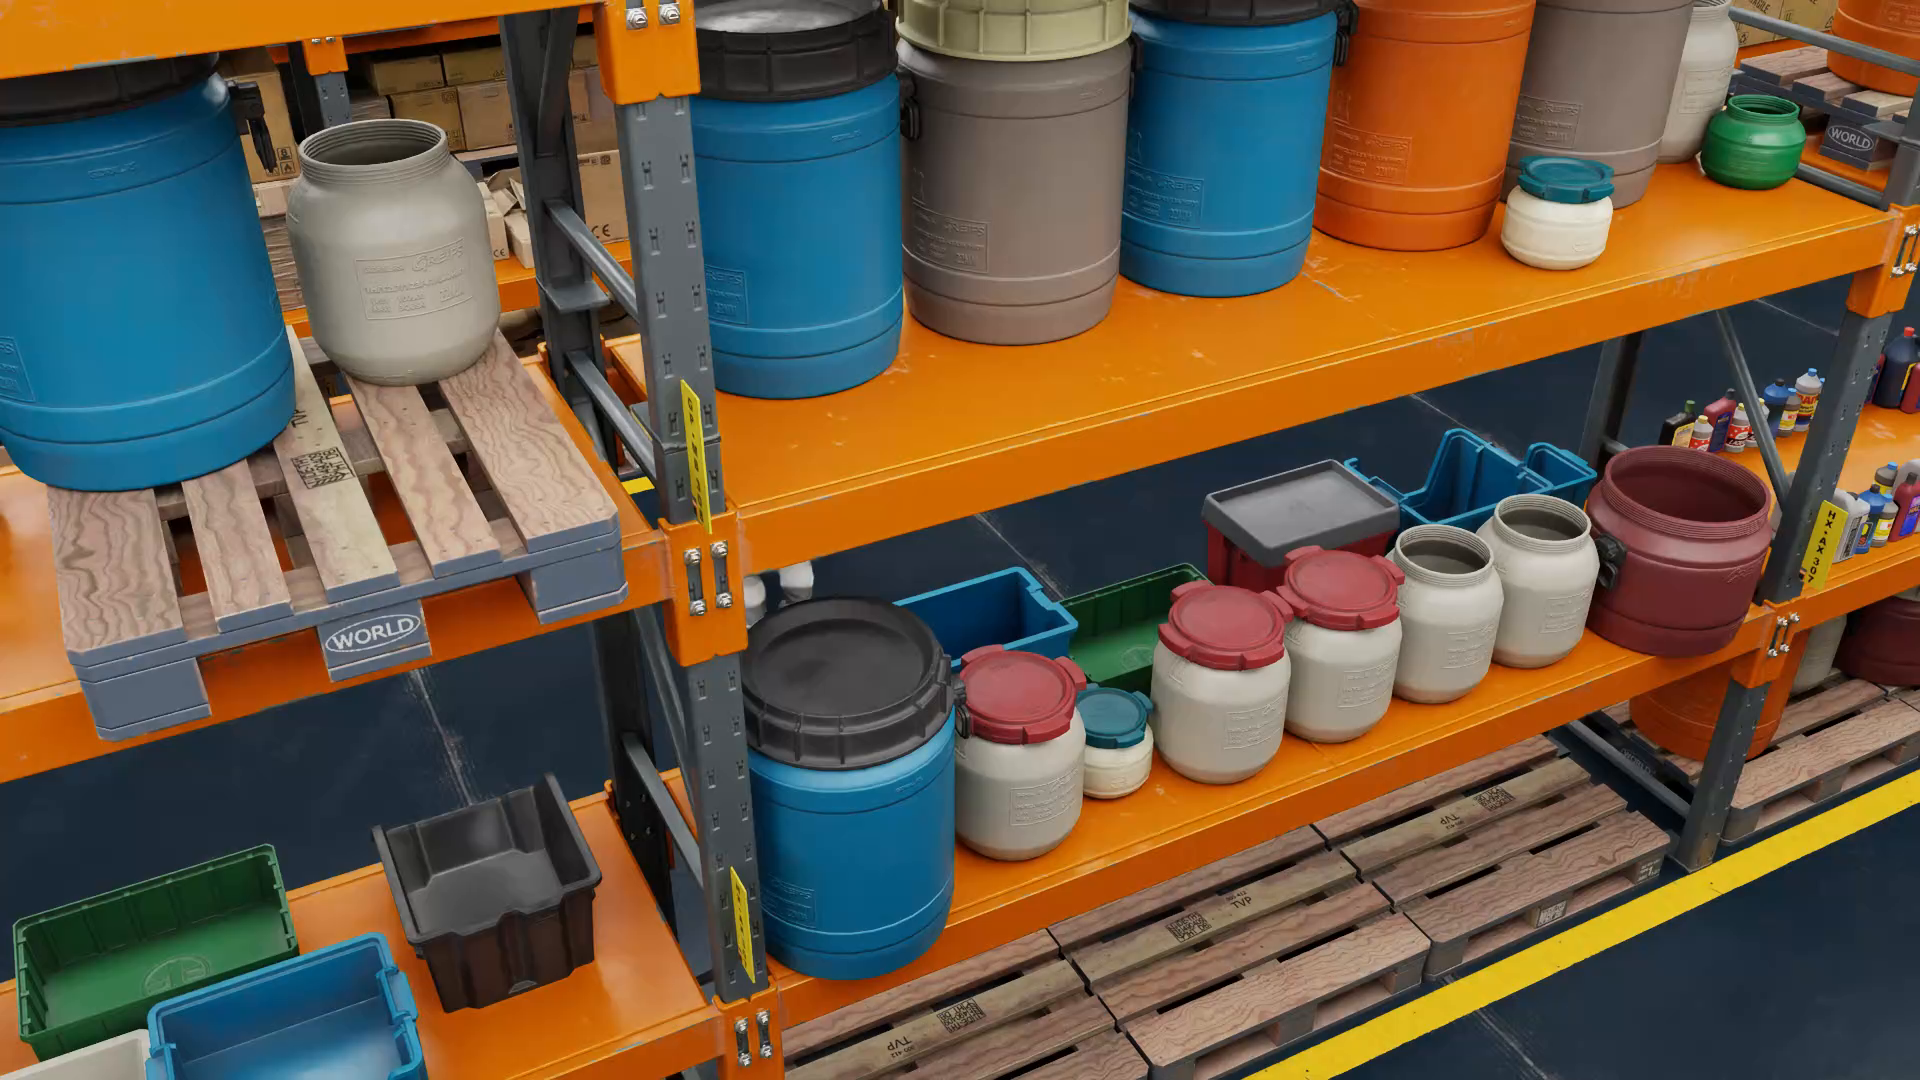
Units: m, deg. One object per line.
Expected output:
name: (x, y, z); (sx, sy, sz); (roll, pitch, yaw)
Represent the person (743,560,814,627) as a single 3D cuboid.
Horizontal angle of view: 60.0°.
person: (-0.980, -0.183, 7.831); (0.495, 1.319, 0.910); (-17, 37, -25)
